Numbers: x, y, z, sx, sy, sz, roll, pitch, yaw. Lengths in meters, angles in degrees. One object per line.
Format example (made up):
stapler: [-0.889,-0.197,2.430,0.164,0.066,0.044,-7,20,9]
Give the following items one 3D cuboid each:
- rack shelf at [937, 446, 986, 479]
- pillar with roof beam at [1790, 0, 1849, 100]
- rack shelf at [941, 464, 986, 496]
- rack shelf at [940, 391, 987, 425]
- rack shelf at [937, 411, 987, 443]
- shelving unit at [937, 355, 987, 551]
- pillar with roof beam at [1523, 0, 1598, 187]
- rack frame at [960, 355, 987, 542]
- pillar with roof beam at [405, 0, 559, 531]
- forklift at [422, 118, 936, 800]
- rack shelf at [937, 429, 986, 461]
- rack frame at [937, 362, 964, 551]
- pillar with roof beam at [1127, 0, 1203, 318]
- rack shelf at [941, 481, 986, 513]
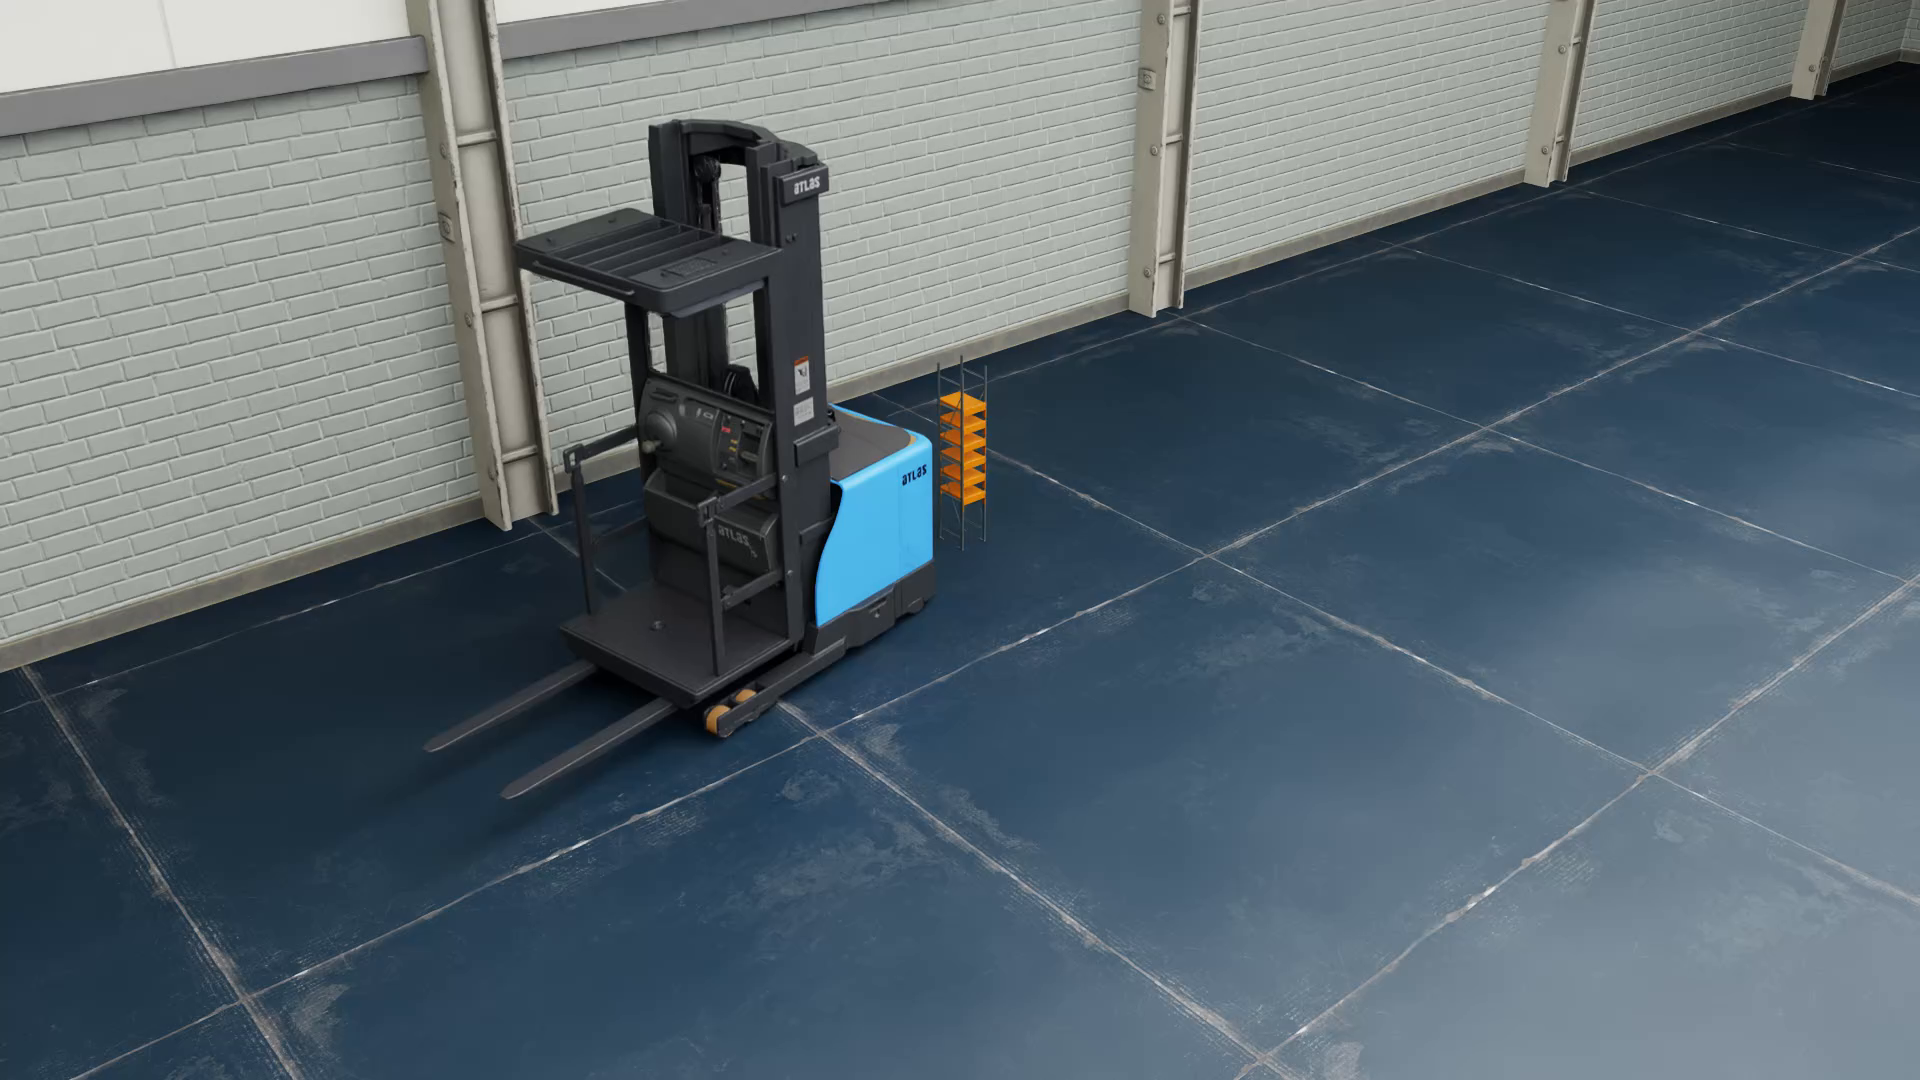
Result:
rack shelf: [0.011,-0.494,10.355,0.180,0.103,0.258,-22,35,-35]
pillar with roof beam: [13.605,-8.103,16.223,0.400,9.000,9.100,-22,35,-35]
rack shelf: [0.011,-0.389,10.411,0.180,0.103,0.258,-22,35,-35]
rack shelf: [0.011,-0.812,10.185,0.180,0.103,0.258,-22,35,-35]
rack shelf: [0.011,-0.706,10.242,0.180,0.103,0.258,-22,35,-35]
shelving unit: [0.011,-0.534,10.334,0.189,1.200,0.258,-22,35,-35]
pillar with roof beam: [9.040,-6.267,12.789,0.400,9.000,9.100,-22,35,-35]
rack frame: [0.081,-0.562,10.386,0.006,1.200,0.240,-22,35,-35]
pillar with roof beam: [-0.089,-2.597,5.919,0.400,9.000,9.100,-22,35,-35]
forklift: [-1.455,-0.527,8.484,1.130,2.935,3.031,21,34,33]
rack shelf: [0.011,-0.600,10.298,0.180,0.103,0.258,-22,35,-35]
rack frame: [-0.059,-0.506,10.281,0.006,1.200,0.240,-22,35,-35]
pillar with roof beam: [4.476,-4.432,9.354,0.400,9.000,9.100,-22,35,-35]
rack shelf: [0.011,-0.283,10.468,0.180,0.103,0.258,-22,35,-35]
